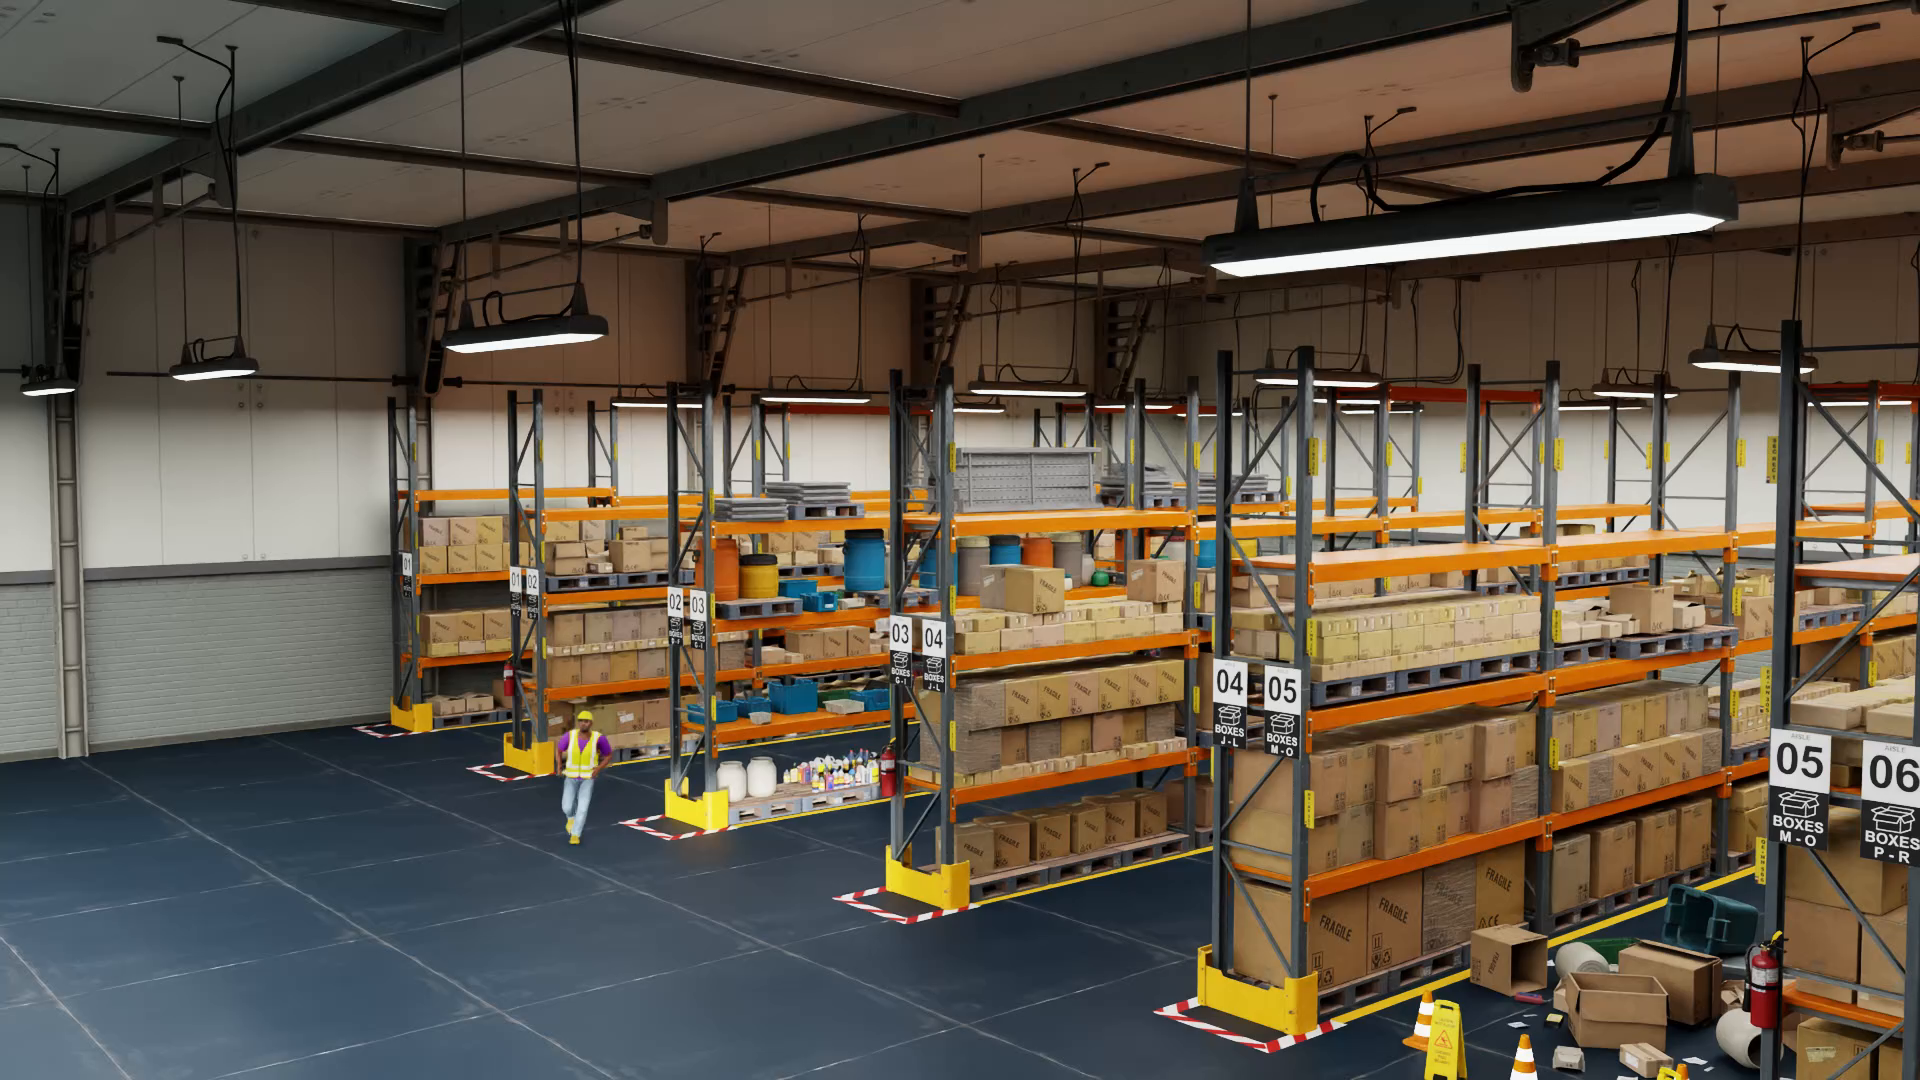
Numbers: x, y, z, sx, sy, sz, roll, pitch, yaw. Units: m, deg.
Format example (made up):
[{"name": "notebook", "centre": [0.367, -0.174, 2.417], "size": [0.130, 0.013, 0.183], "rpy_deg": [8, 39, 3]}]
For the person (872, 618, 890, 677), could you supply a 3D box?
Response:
[{"name": "person", "centre": [-1.579, 2.022, 34.106], "size": [0.676, 1.747, 0.534], "rpy_deg": [3, 4, 40]}]

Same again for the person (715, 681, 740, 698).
[{"name": "person", "centre": [-4.385, 2.455, 31.081], "size": [0.749, 1.757, 0.655], "rpy_deg": [-3, 5, -44]}]

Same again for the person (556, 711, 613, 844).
[{"name": "person", "centre": [-4.871, 3.054, 21.550], "size": [0.731, 1.713, 0.561], "rpy_deg": [0, 3, -3]}]
